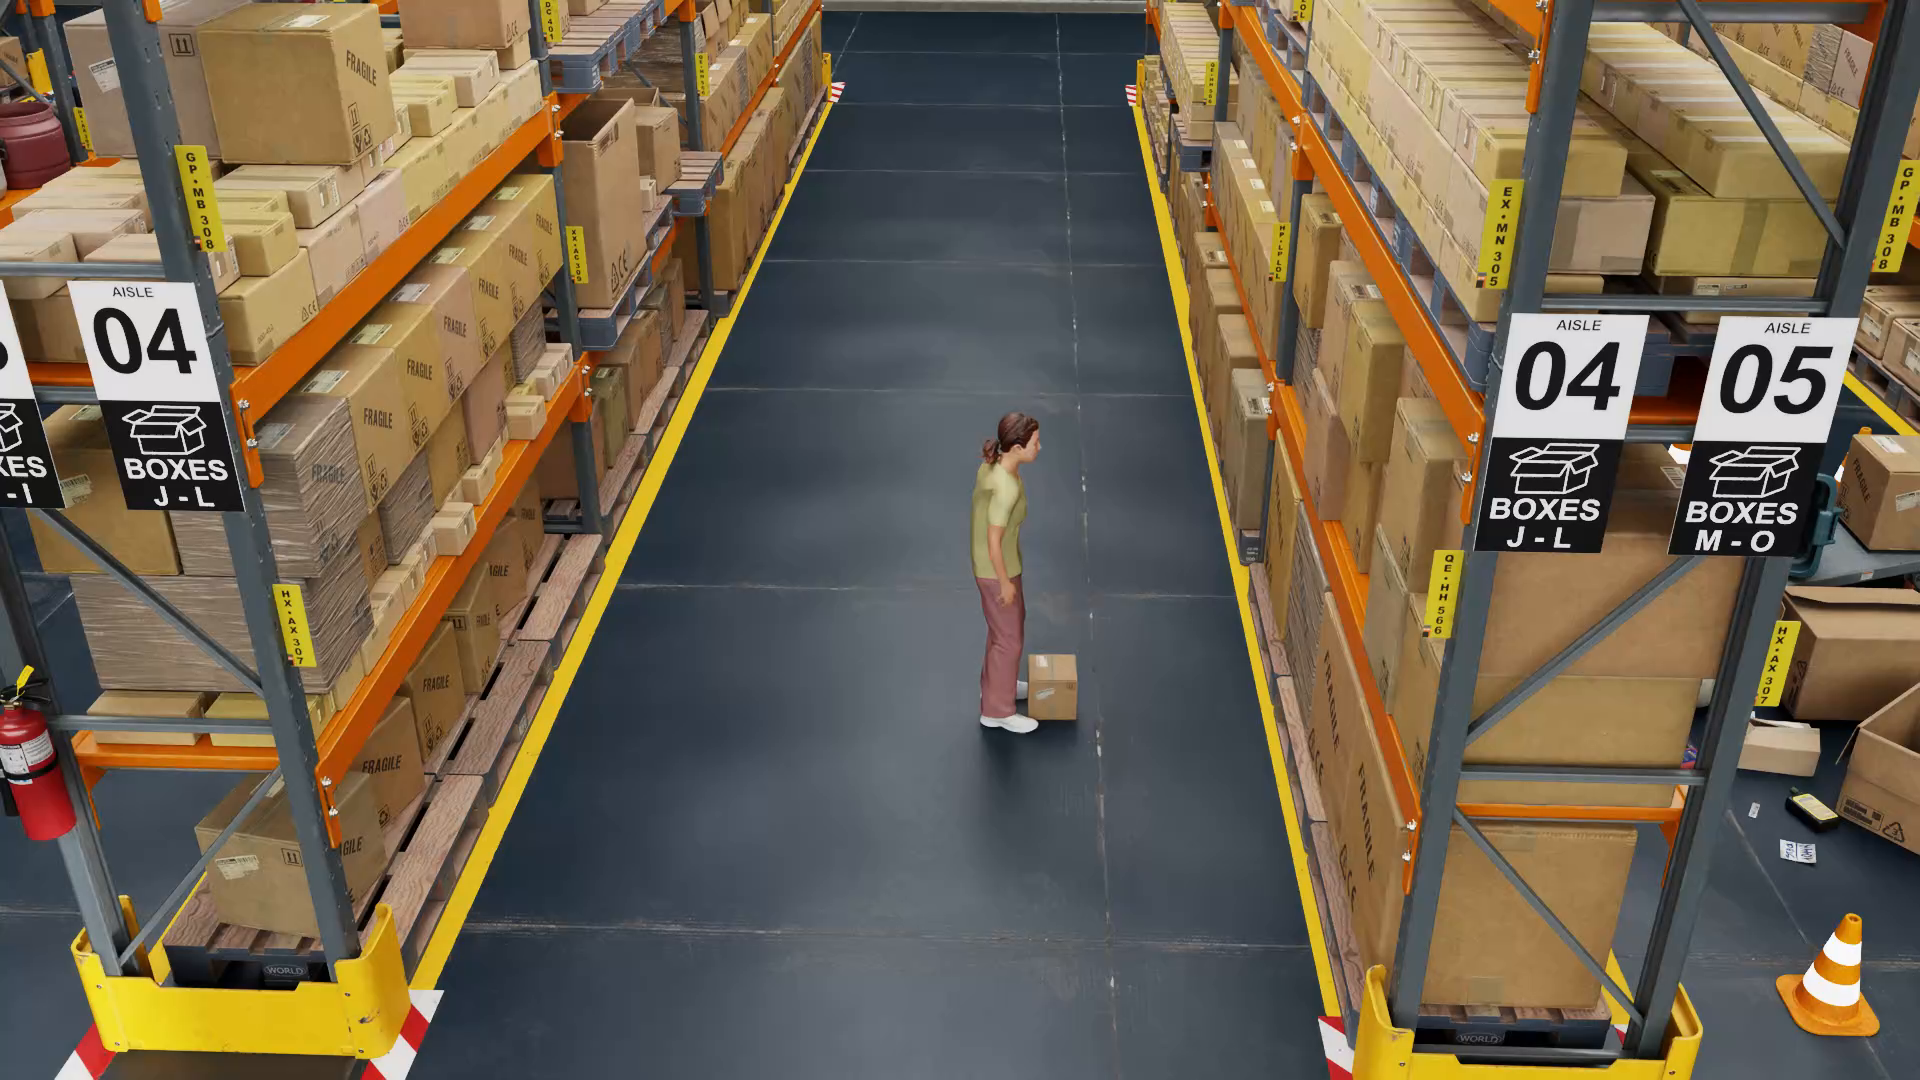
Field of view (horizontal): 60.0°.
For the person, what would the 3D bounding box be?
[{"bbox_3d":[0.232,0.141,8.360,0.367,1.671,0.507,0,28,-1],"label":"person"}]
